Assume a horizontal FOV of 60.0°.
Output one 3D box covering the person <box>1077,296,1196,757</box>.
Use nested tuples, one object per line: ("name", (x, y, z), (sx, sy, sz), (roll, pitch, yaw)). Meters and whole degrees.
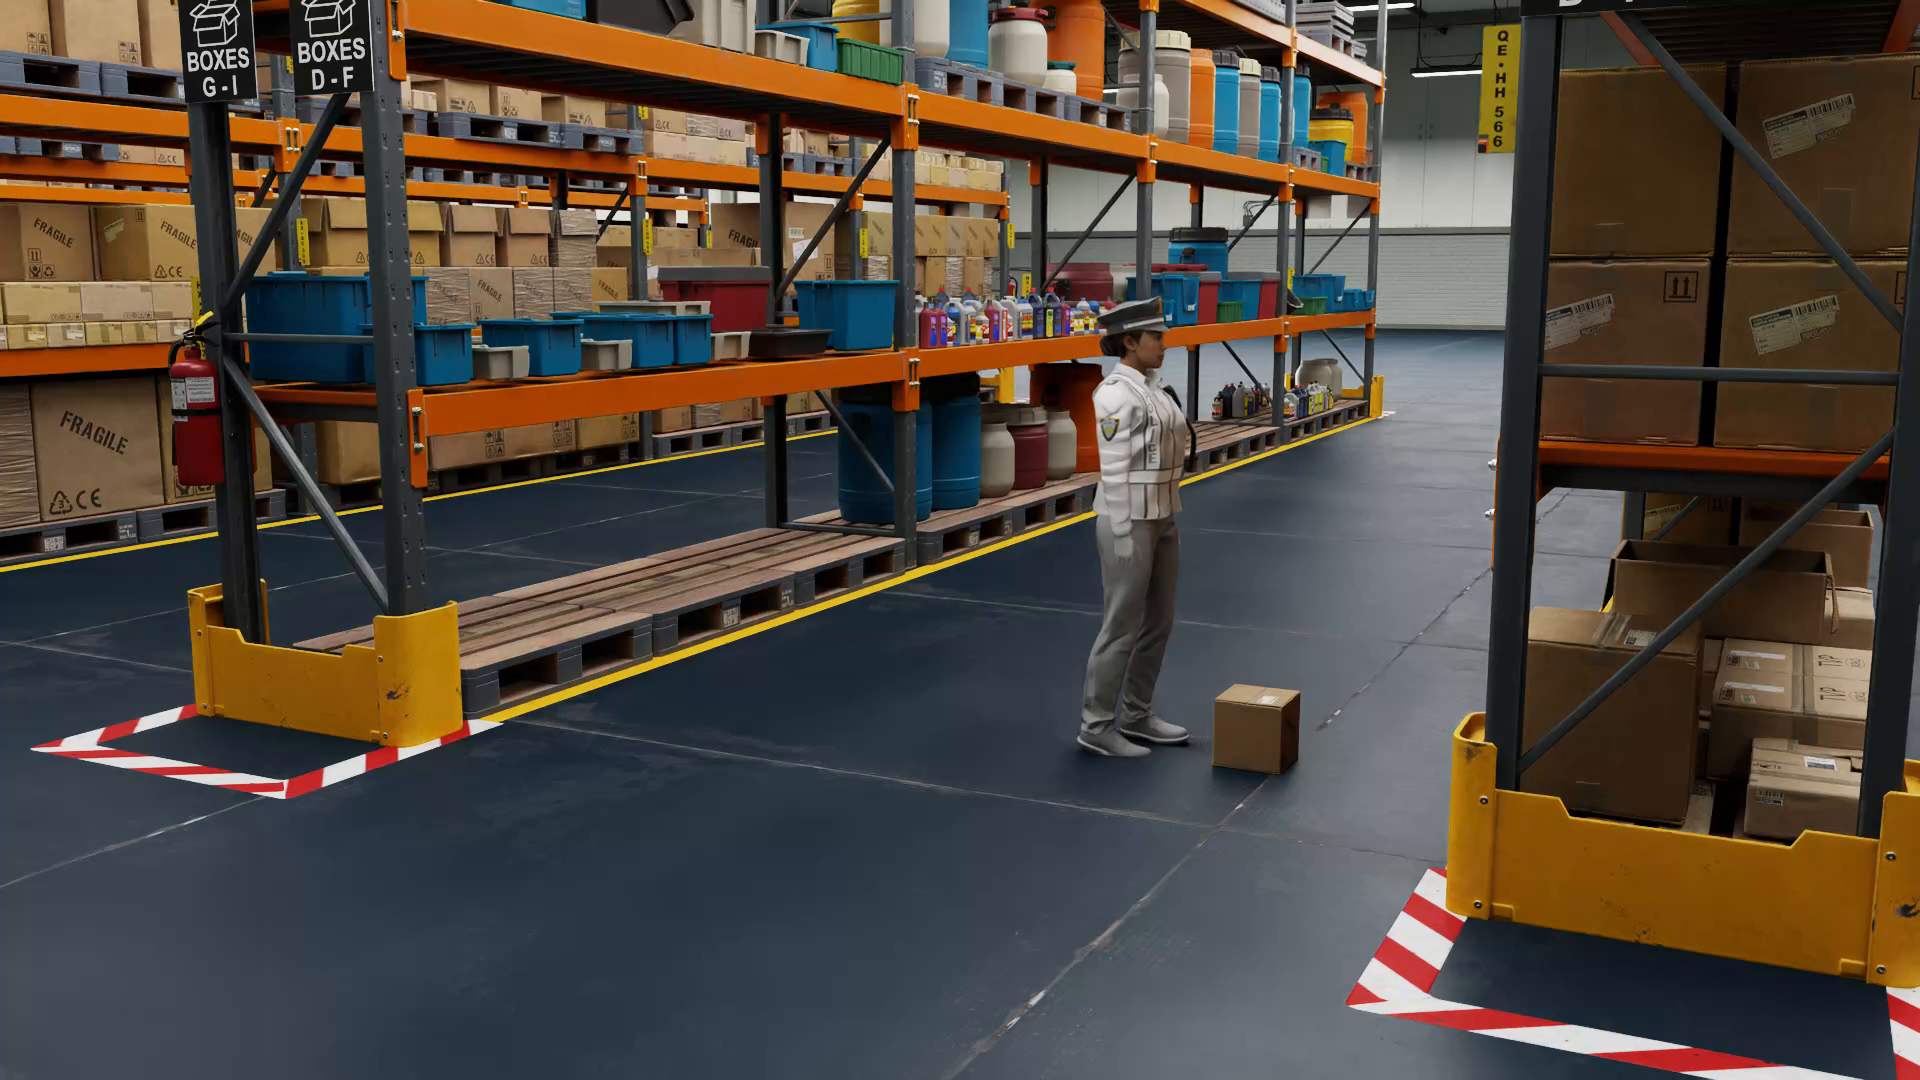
("person", (0.668, -0.043, 6.163), (0.347, 1.708, 0.469), (5, 10, 28))
